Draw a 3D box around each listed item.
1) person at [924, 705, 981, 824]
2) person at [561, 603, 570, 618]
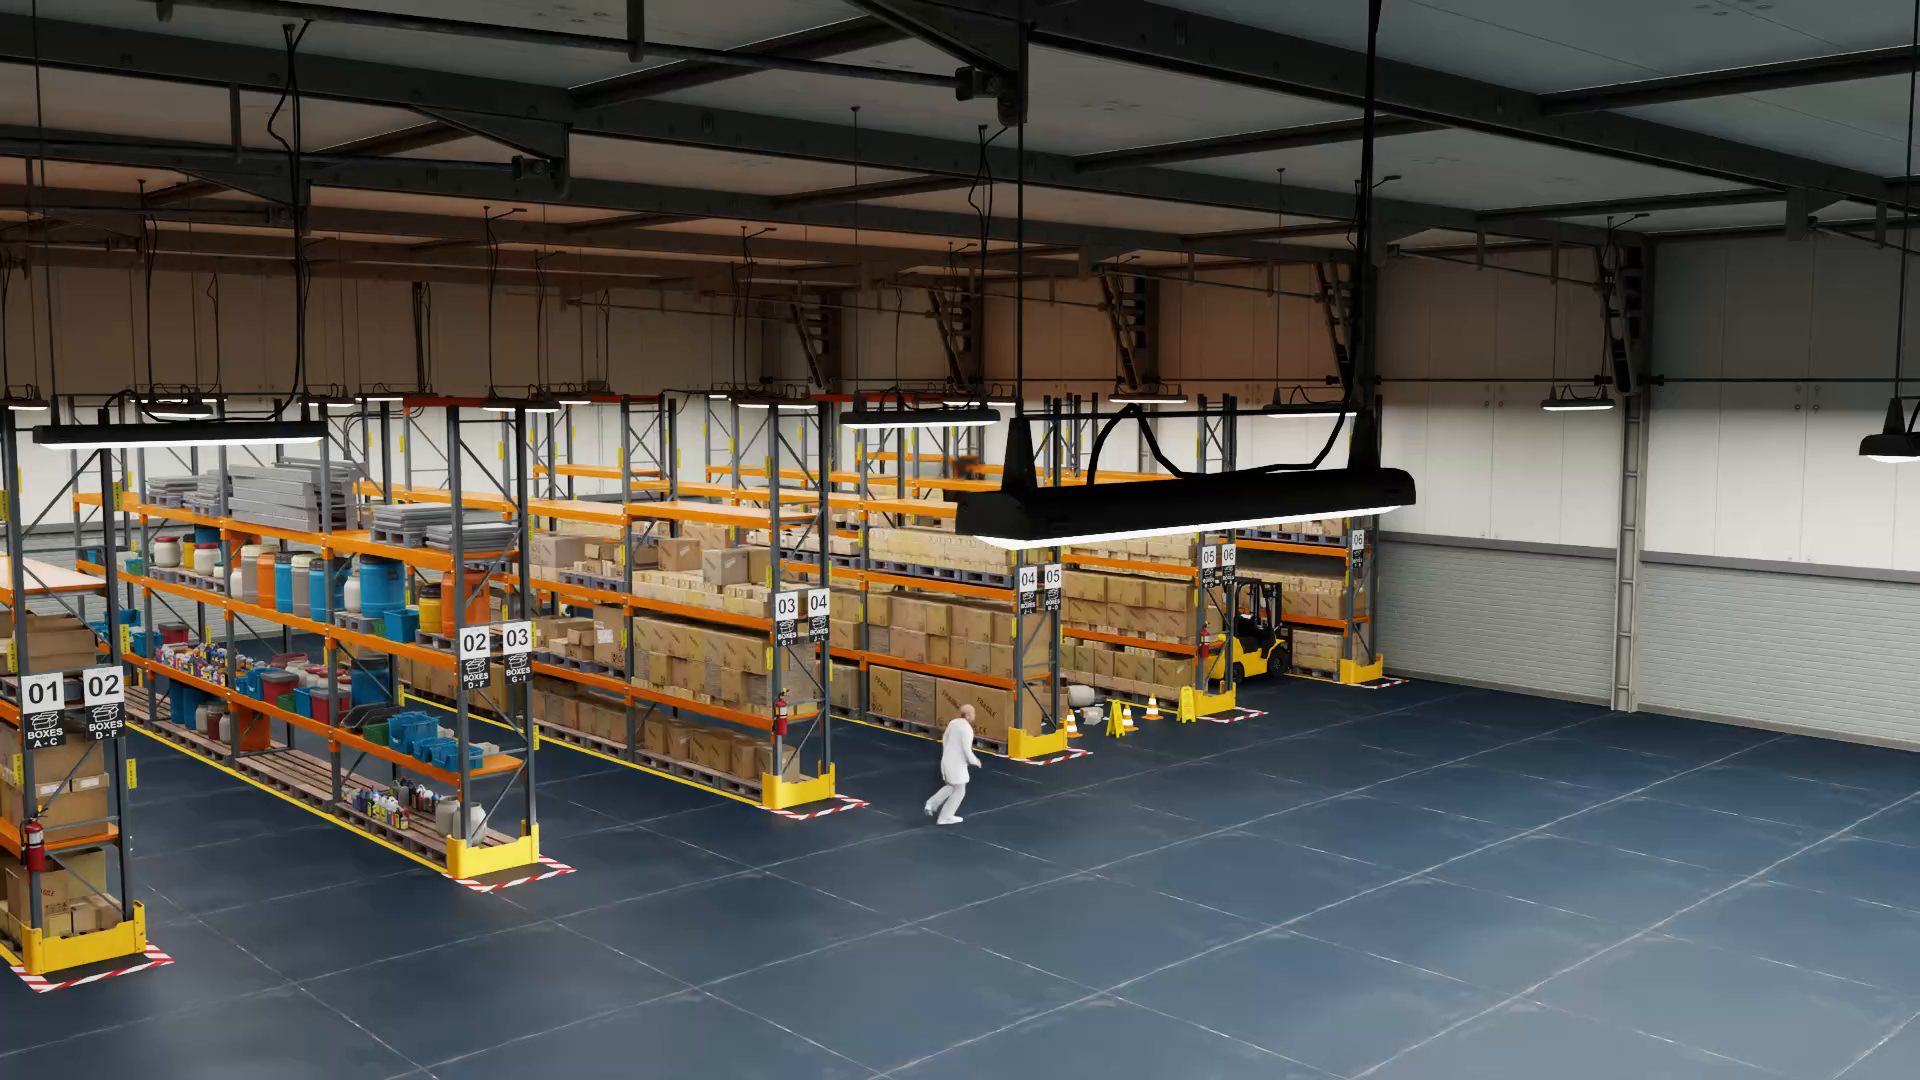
[{"bbox_3d":[-0.093,3.193,23.672,0.761,1.700,0.689,-2,6,-24],"label":"person"},{"bbox_3d":[-9.864,1.468,41.351,0.671,1.748,0.910,3,6,26],"label":"person"}]
